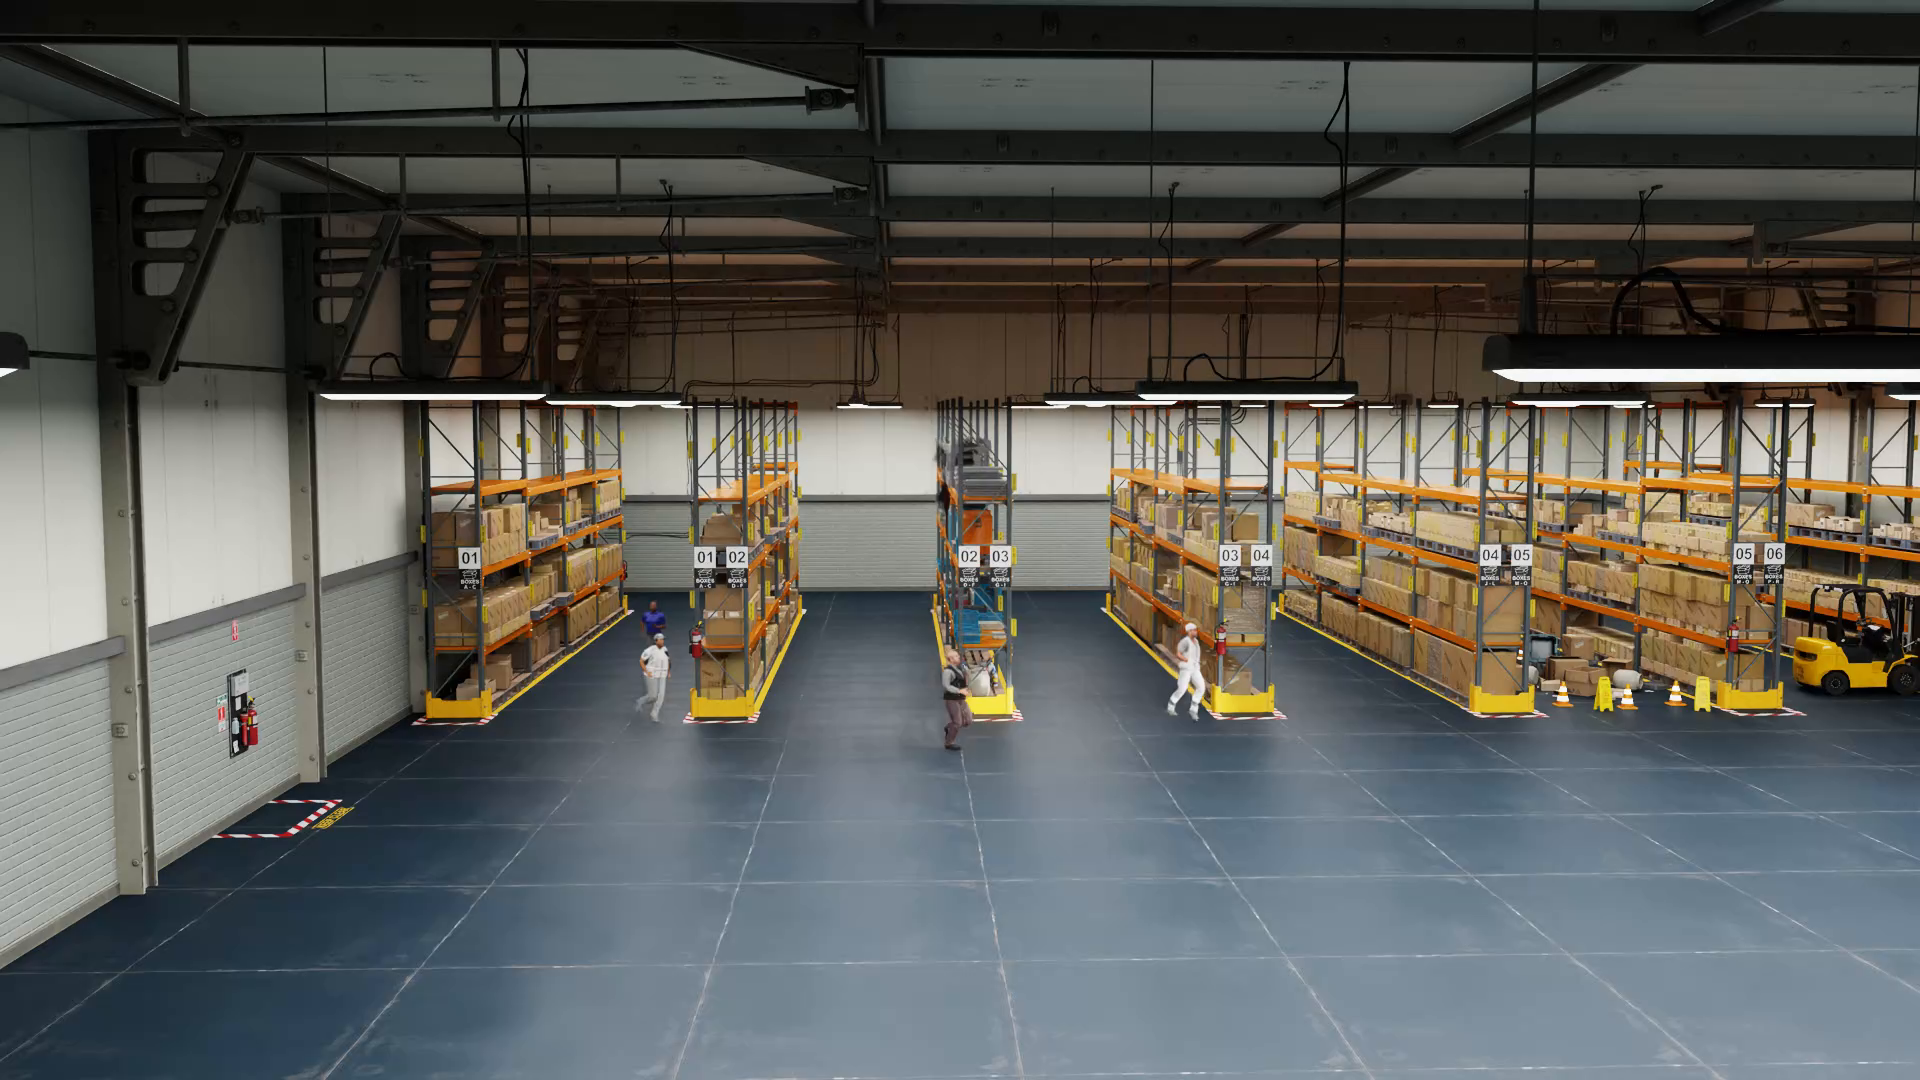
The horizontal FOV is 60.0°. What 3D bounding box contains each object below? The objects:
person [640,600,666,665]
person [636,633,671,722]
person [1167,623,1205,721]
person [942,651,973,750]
[{"bbox_3d":[-6.563,2.145,35.619,0.549,1.717,0.781,-1,4,-10],"label":"person"},{"bbox_3d":[-5.631,2.538,30.920,0.653,1.602,0.666,-4,6,-43],"label":"person"},{"bbox_3d":[4.268,2.444,31.061,0.707,1.801,0.703,-4,6,-42],"label":"person"},{"bbox_3d":[-0.051,2.712,28.155,0.571,1.680,0.655,2,5,25],"label":"person"}]
